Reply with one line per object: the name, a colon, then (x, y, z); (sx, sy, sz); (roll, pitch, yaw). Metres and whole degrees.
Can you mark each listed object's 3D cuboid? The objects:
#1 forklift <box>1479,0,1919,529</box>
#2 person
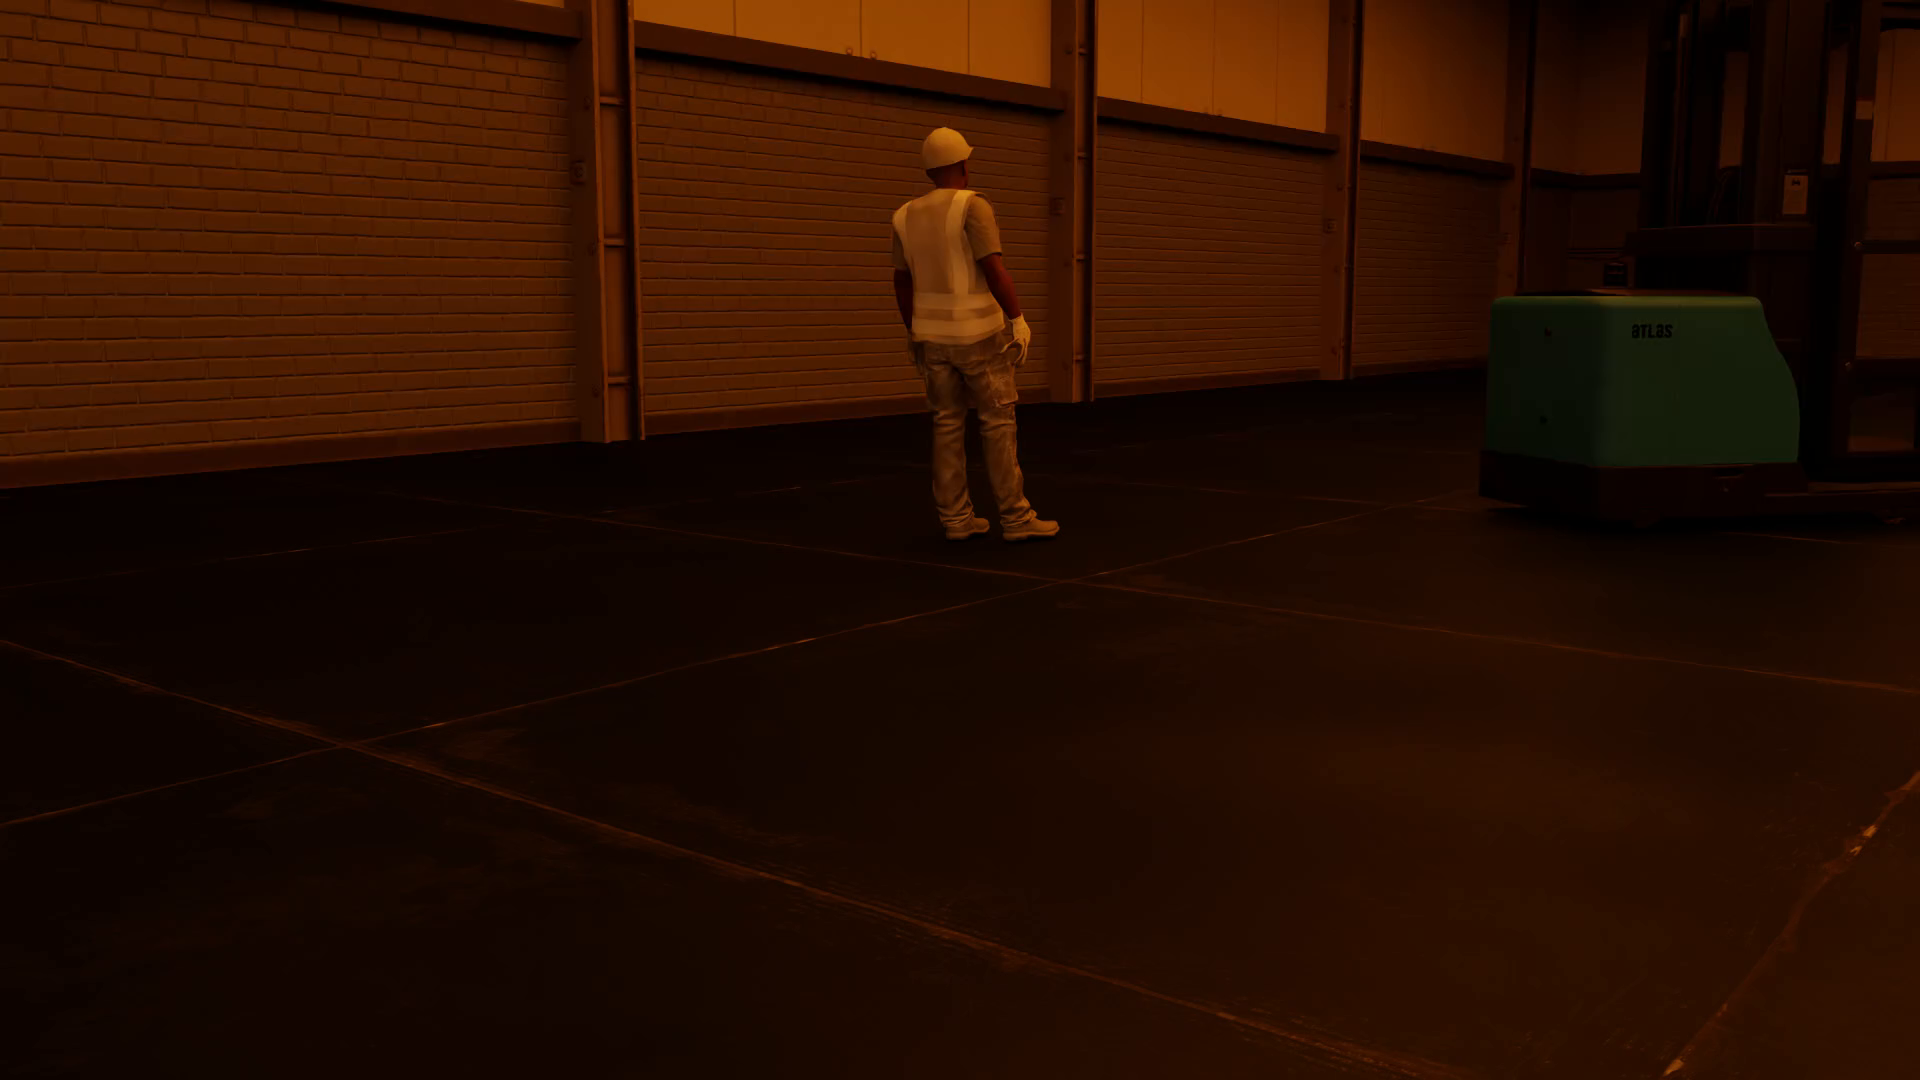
forklift: (4.206, -1.595, 8.184); (3.031, 2.935, 1.130); (-2, 9, -15)
person: (0.052, -0.896, 7.326); (0.656, 1.784, 0.575); (7, 11, 38)
